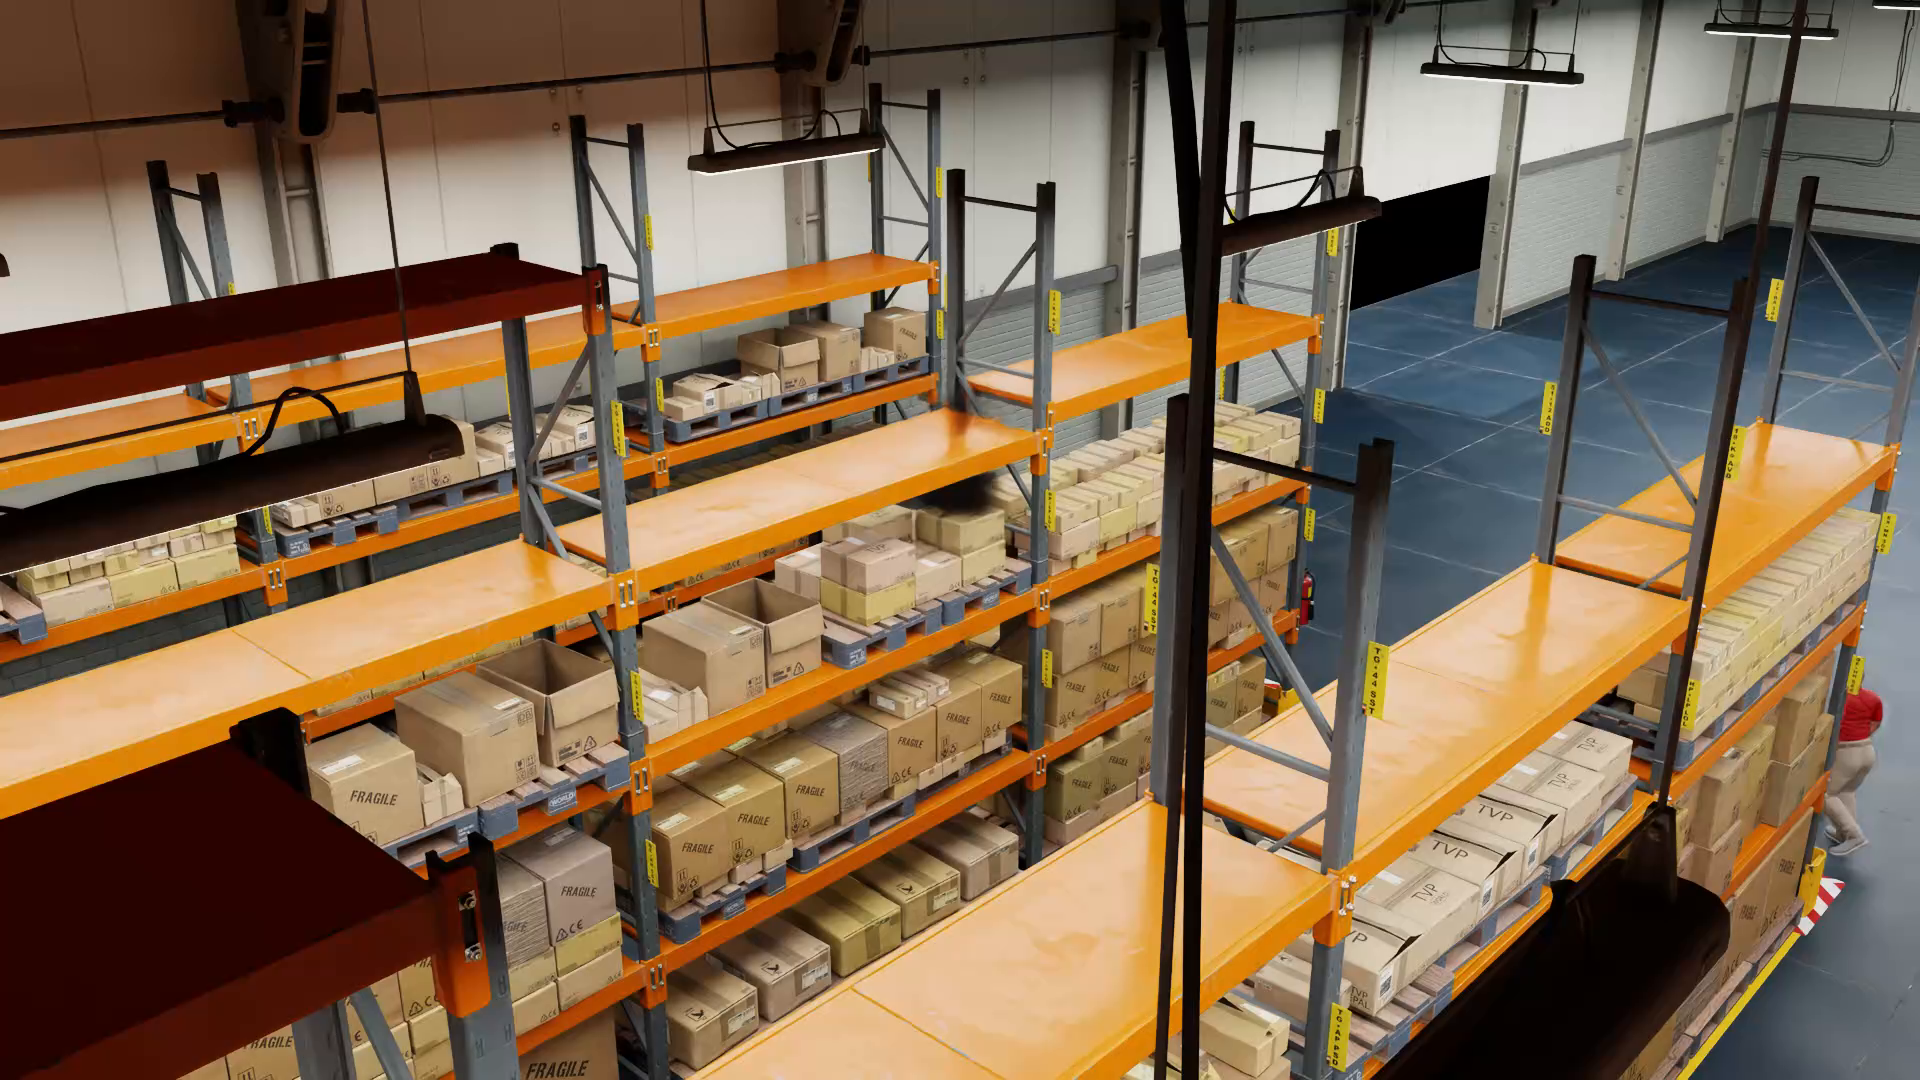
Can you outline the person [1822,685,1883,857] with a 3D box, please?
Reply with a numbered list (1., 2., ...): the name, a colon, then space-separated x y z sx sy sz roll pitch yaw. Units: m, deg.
1. person: 7.915 1.947 14.720 0.649 1.647 0.753 -8 22 -19
